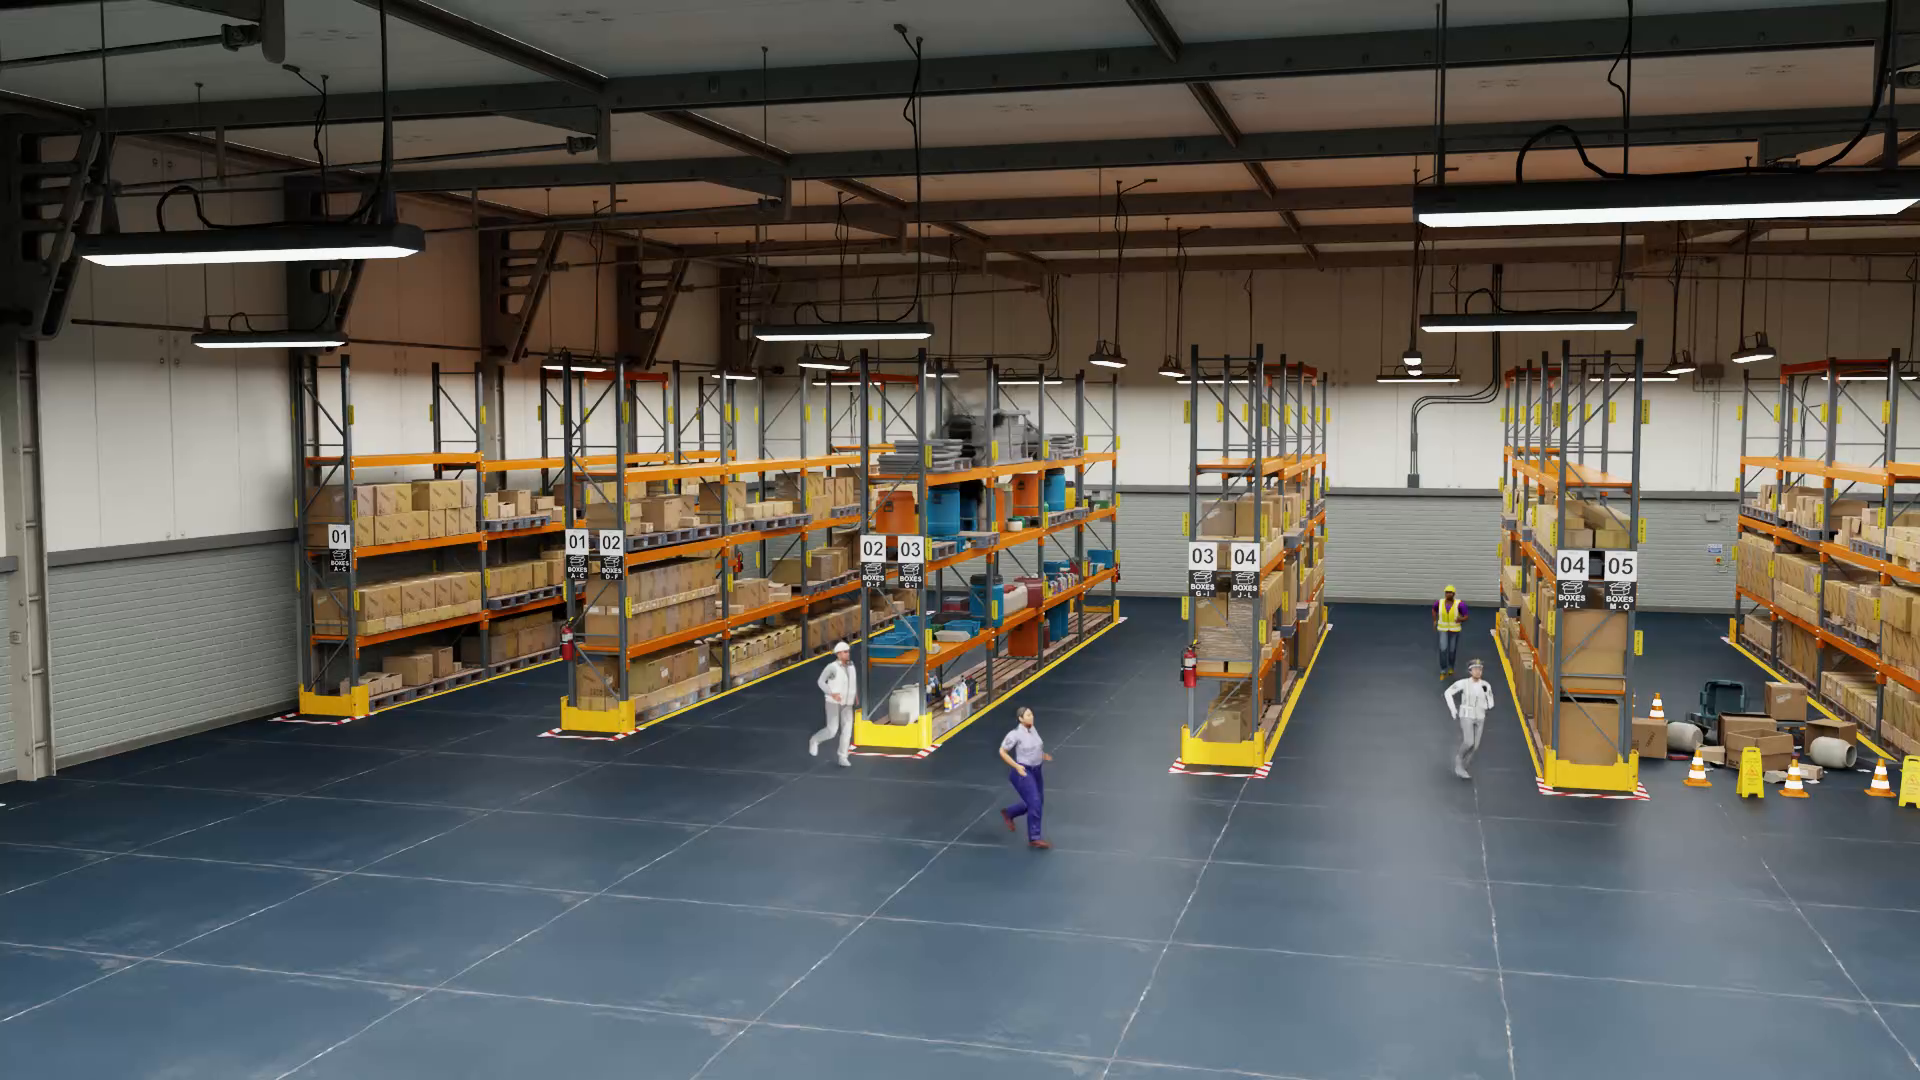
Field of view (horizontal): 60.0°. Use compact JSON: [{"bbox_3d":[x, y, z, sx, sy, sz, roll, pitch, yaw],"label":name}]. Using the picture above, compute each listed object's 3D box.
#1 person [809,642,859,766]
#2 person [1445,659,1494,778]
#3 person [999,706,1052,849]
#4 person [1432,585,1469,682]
[{"bbox_3d":[-1.721,2.344,23.967,0.684,1.735,0.878,-4,6,-40],"label":"person"},{"bbox_3d":[7.045,2.461,22.857,0.599,1.655,0.579,-1,4,-8],"label":"person"},{"bbox_3d":[0.750,2.742,19.403,0.803,1.611,0.620,3,5,37],"label":"person"},{"bbox_3d":[9.305,1.760,31.572,0.680,1.822,0.794,1,4,17],"label":"person"}]
